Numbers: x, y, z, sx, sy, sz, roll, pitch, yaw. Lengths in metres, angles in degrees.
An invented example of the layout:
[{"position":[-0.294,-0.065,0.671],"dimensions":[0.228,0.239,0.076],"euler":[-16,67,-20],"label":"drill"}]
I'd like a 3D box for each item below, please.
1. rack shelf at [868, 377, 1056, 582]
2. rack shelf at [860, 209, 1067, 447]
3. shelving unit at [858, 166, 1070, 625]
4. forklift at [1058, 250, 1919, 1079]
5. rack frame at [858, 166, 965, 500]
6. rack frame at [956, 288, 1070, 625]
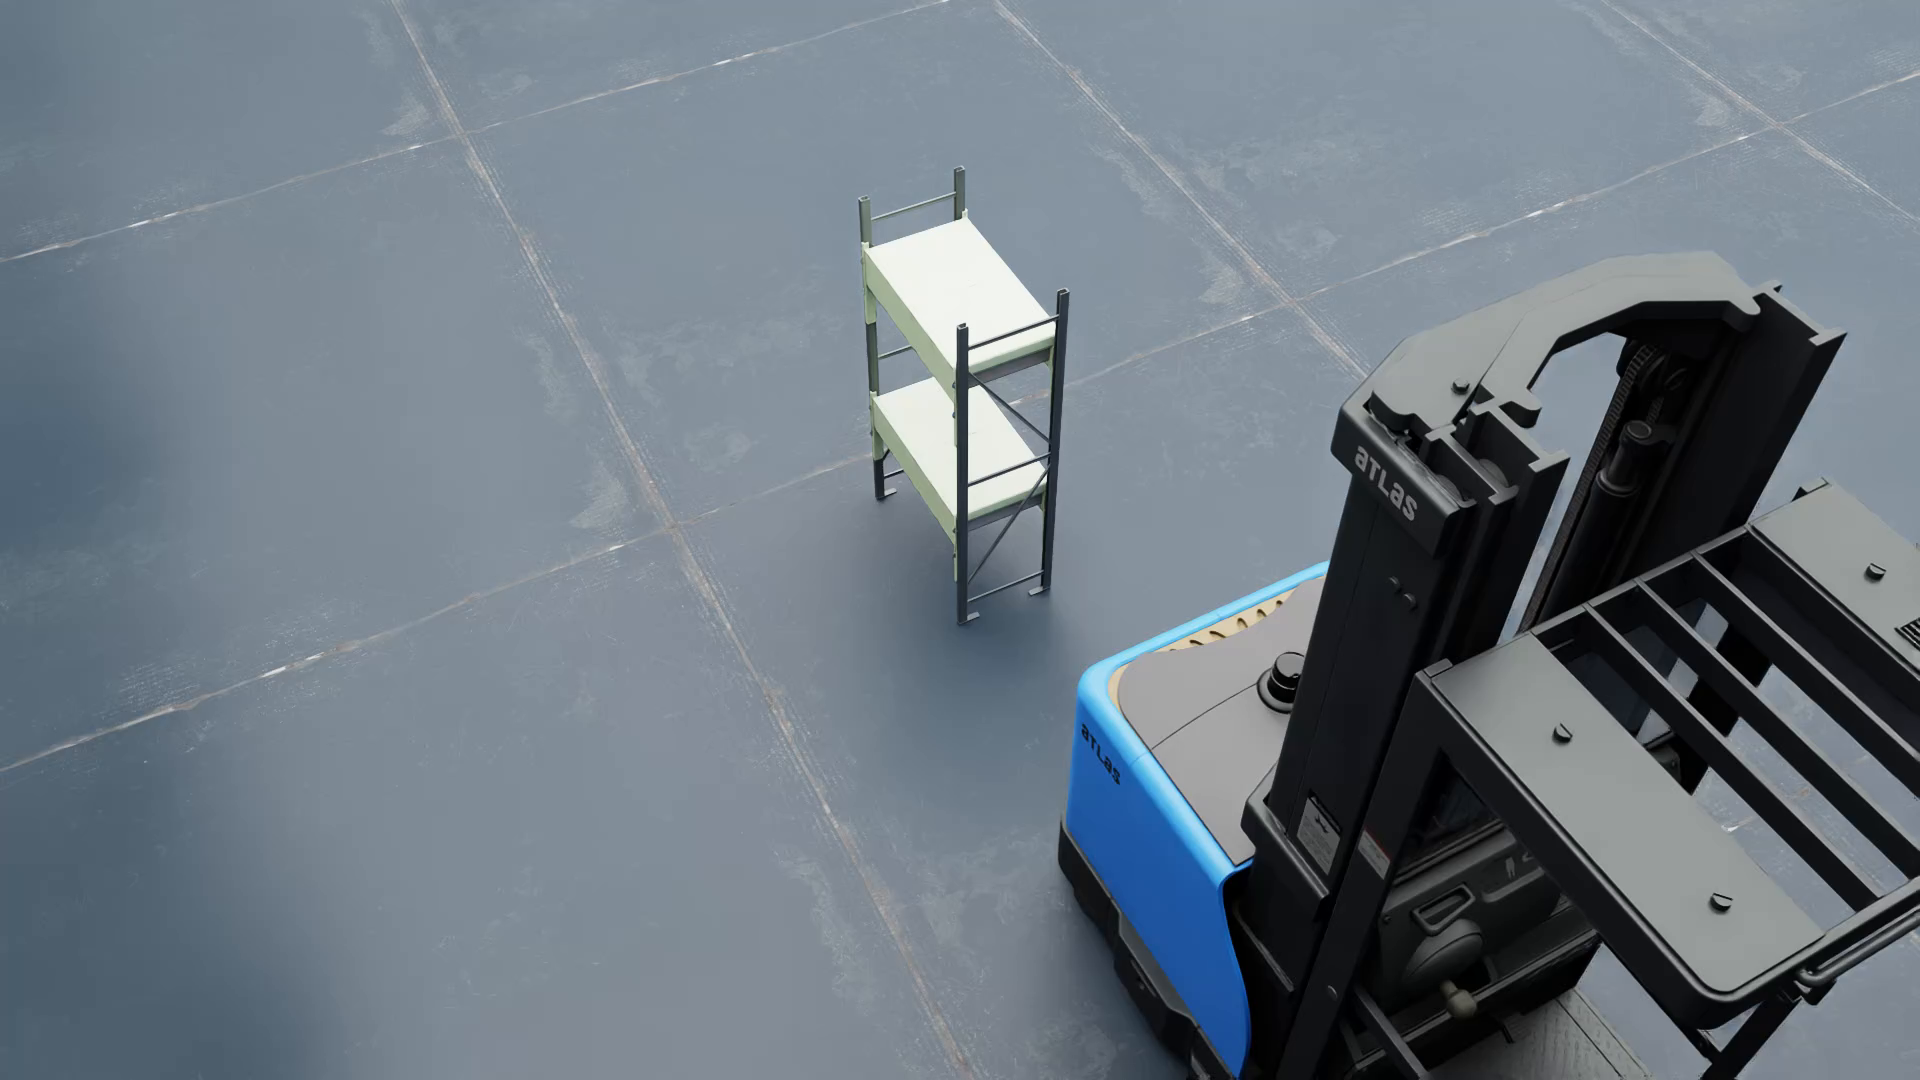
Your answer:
[{"position":[0.003,-0.275,6.320],"dimensions":[0.431,0.370,0.720],"euler":[-21,52,-18],"label":"rack shelf"},{"position":[0.003,-0.746,5.780],"dimensions":[0.431,0.370,0.720],"euler":[-21,52,-18],"label":"rack shelf"},{"position":[0.003,-0.489,6.074],"dimensions":[0.431,1.500,0.755],"euler":[-21,52,-18],"label":"shelving unit"},{"position":[1.475,0.934,3.879],"dimensions":[1.130,2.935,3.031],"euler":[-22,52,-18],"label":"forklift"},{"position":[-0.164,-0.734,6.288],"dimensions":[0.400,1.500,0.023],"euler":[-21,52,-18],"label":"rack frame"},{"position":[0.171,-0.244,5.860],"dimensions":[0.400,1.500,0.023],"euler":[-21,52,-18],"label":"rack frame"}]
